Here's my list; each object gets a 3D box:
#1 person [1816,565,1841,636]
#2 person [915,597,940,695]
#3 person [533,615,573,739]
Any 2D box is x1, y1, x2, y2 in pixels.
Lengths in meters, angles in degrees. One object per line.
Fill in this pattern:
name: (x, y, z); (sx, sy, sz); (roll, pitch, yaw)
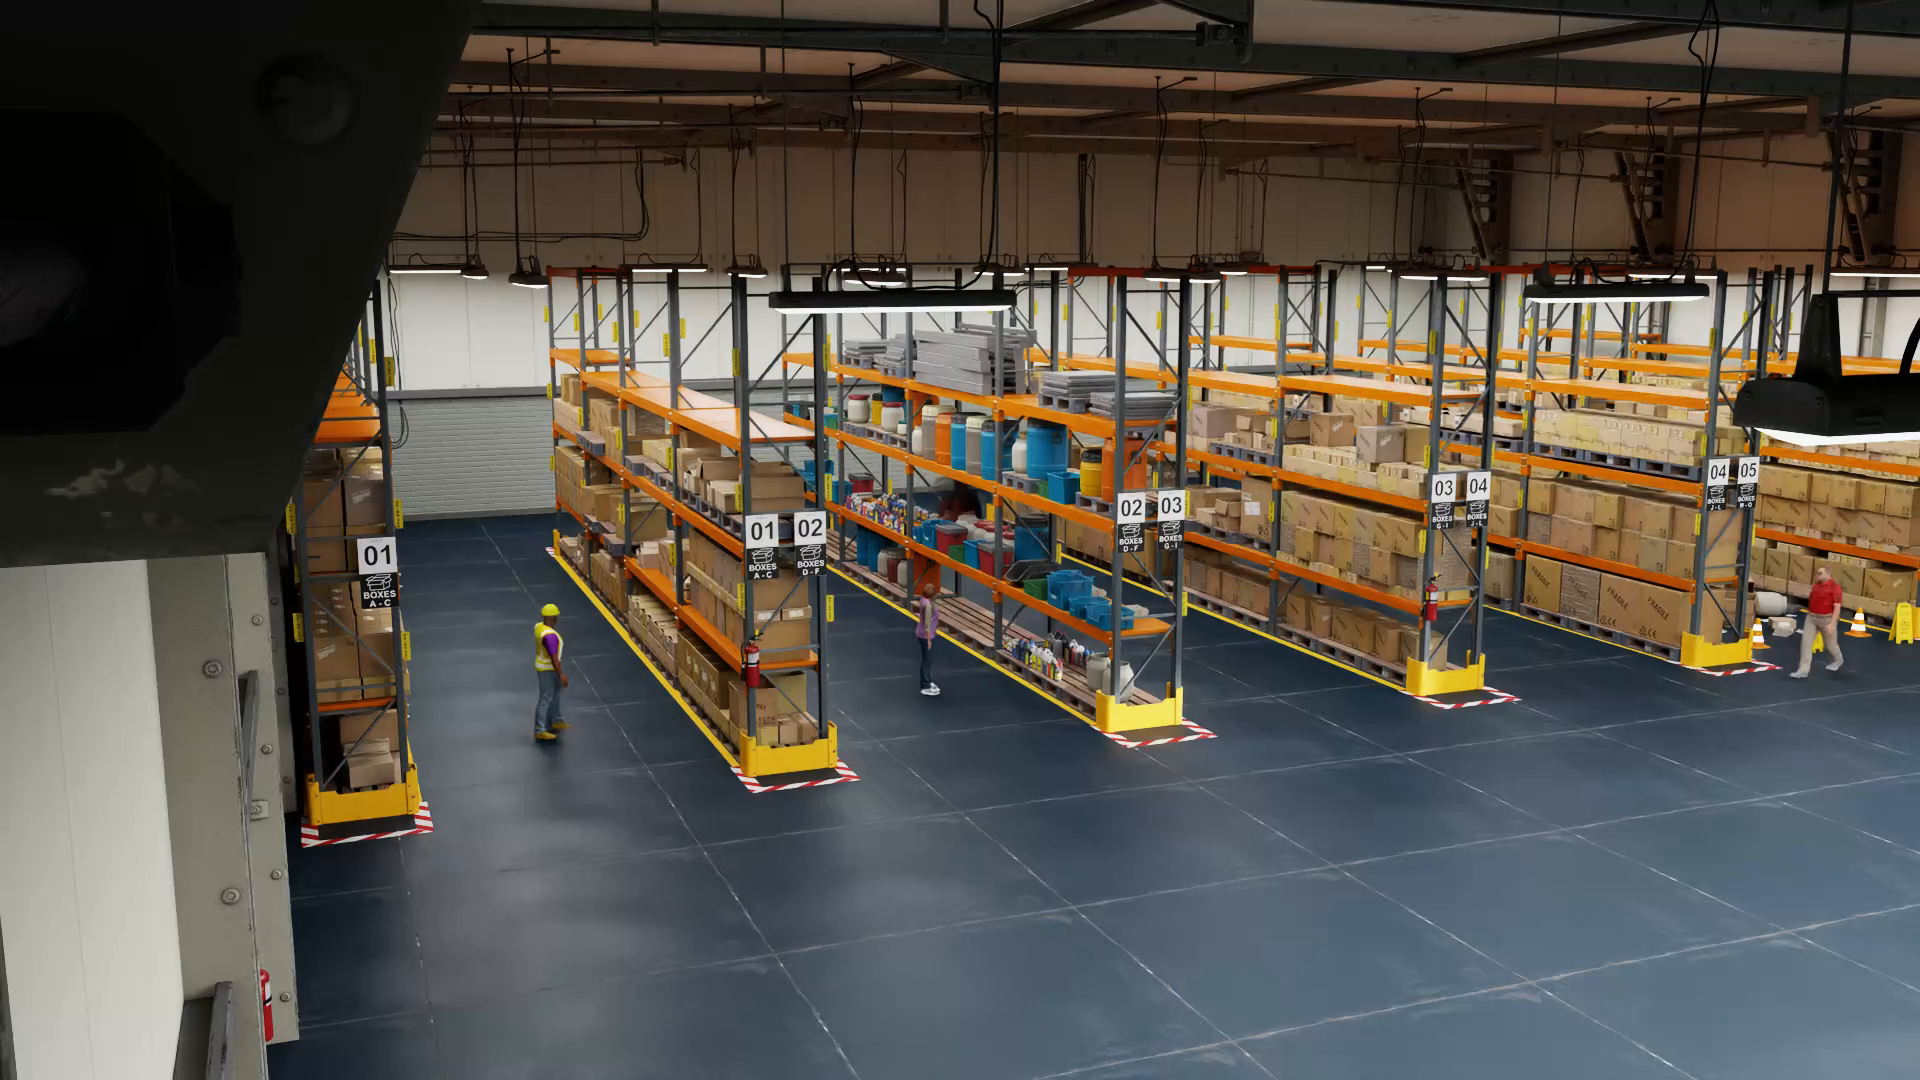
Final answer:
person: (12.906, 0.887, 24.759); (0.520, 1.034, 0.470); (-9, 13, -41)
person: (-0.475, 1.517, 23.960); (0.339, 1.398, 0.399); (-1, 10, -7)
person: (-5.368, 1.731, 21.834); (0.533, 1.761, 0.681); (-3, 10, -16)
